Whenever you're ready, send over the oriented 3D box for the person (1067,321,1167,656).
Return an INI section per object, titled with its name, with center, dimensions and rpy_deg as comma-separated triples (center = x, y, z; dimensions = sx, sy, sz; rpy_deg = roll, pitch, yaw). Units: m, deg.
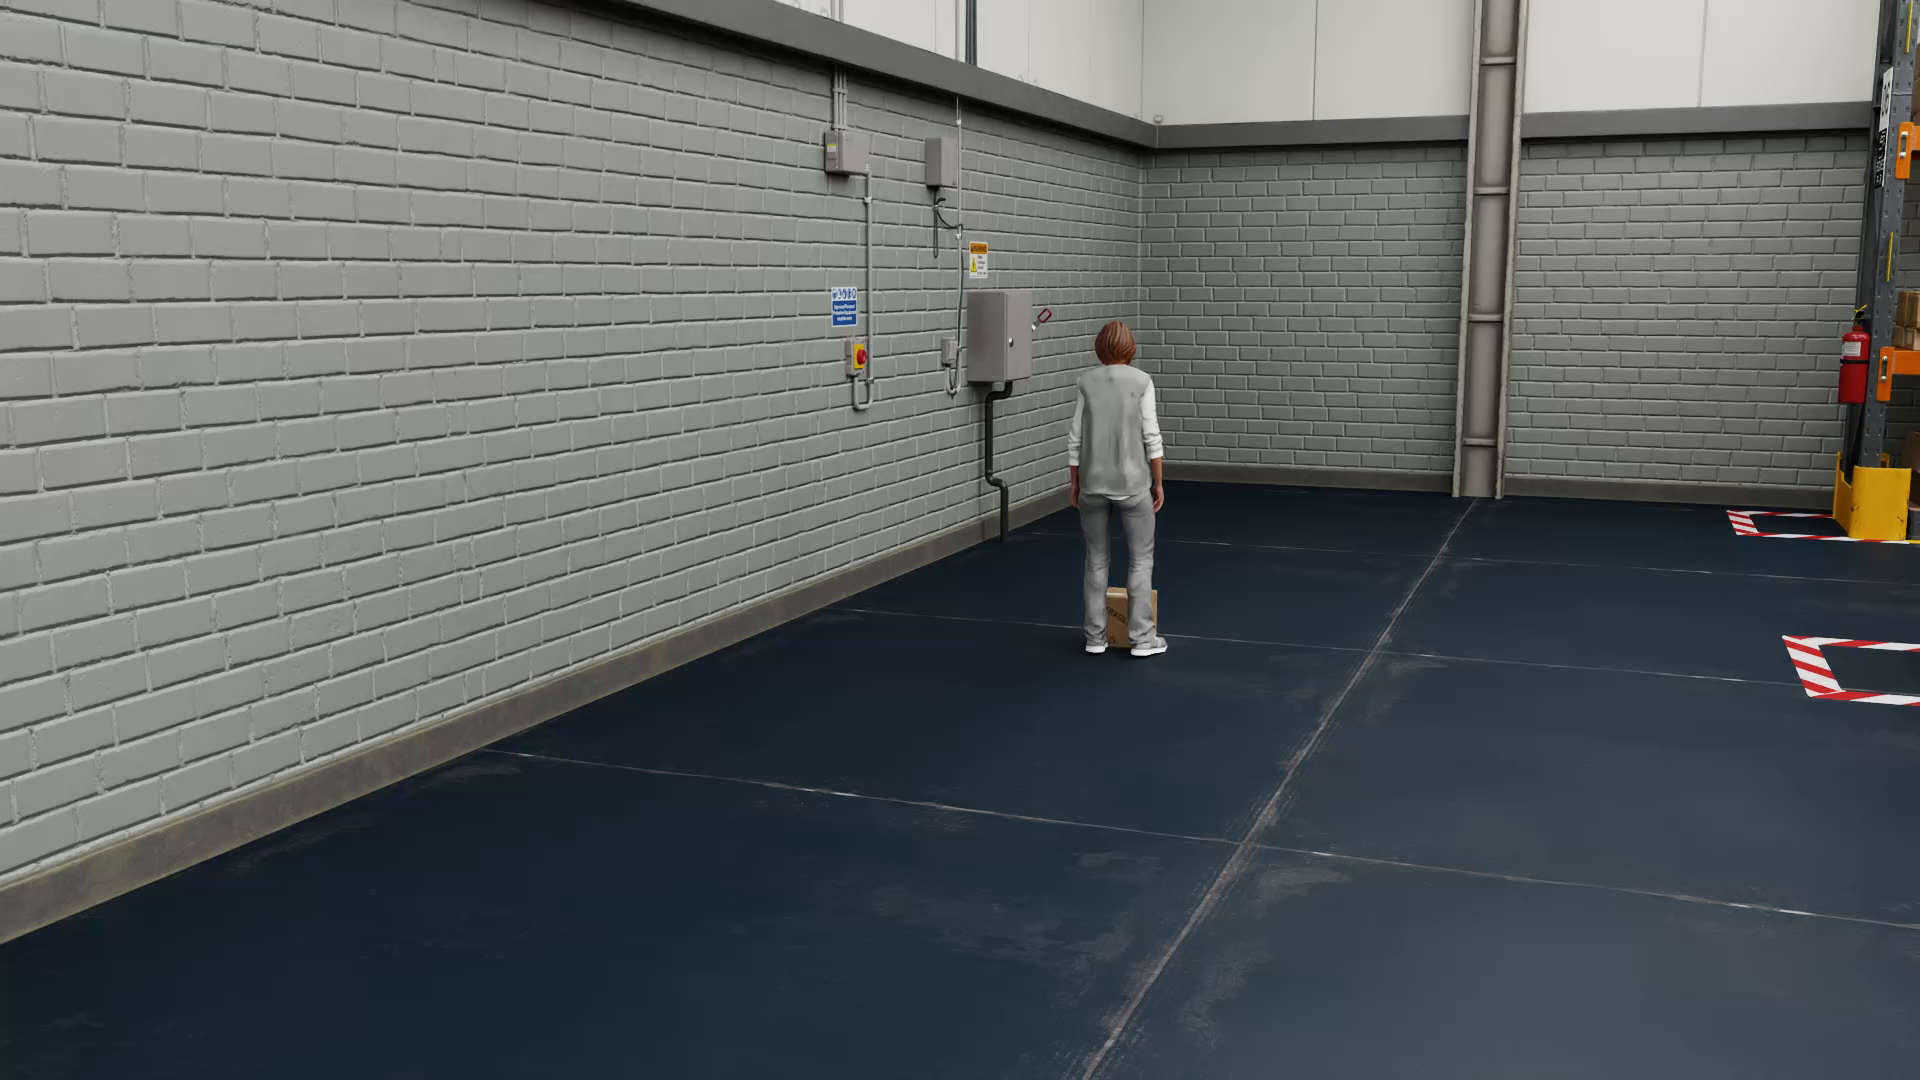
[person]
center = 0.747, -0.240, 7.931
dimensions = 0.474, 1.590, 0.346
rpy_deg = 3, 9, 18
